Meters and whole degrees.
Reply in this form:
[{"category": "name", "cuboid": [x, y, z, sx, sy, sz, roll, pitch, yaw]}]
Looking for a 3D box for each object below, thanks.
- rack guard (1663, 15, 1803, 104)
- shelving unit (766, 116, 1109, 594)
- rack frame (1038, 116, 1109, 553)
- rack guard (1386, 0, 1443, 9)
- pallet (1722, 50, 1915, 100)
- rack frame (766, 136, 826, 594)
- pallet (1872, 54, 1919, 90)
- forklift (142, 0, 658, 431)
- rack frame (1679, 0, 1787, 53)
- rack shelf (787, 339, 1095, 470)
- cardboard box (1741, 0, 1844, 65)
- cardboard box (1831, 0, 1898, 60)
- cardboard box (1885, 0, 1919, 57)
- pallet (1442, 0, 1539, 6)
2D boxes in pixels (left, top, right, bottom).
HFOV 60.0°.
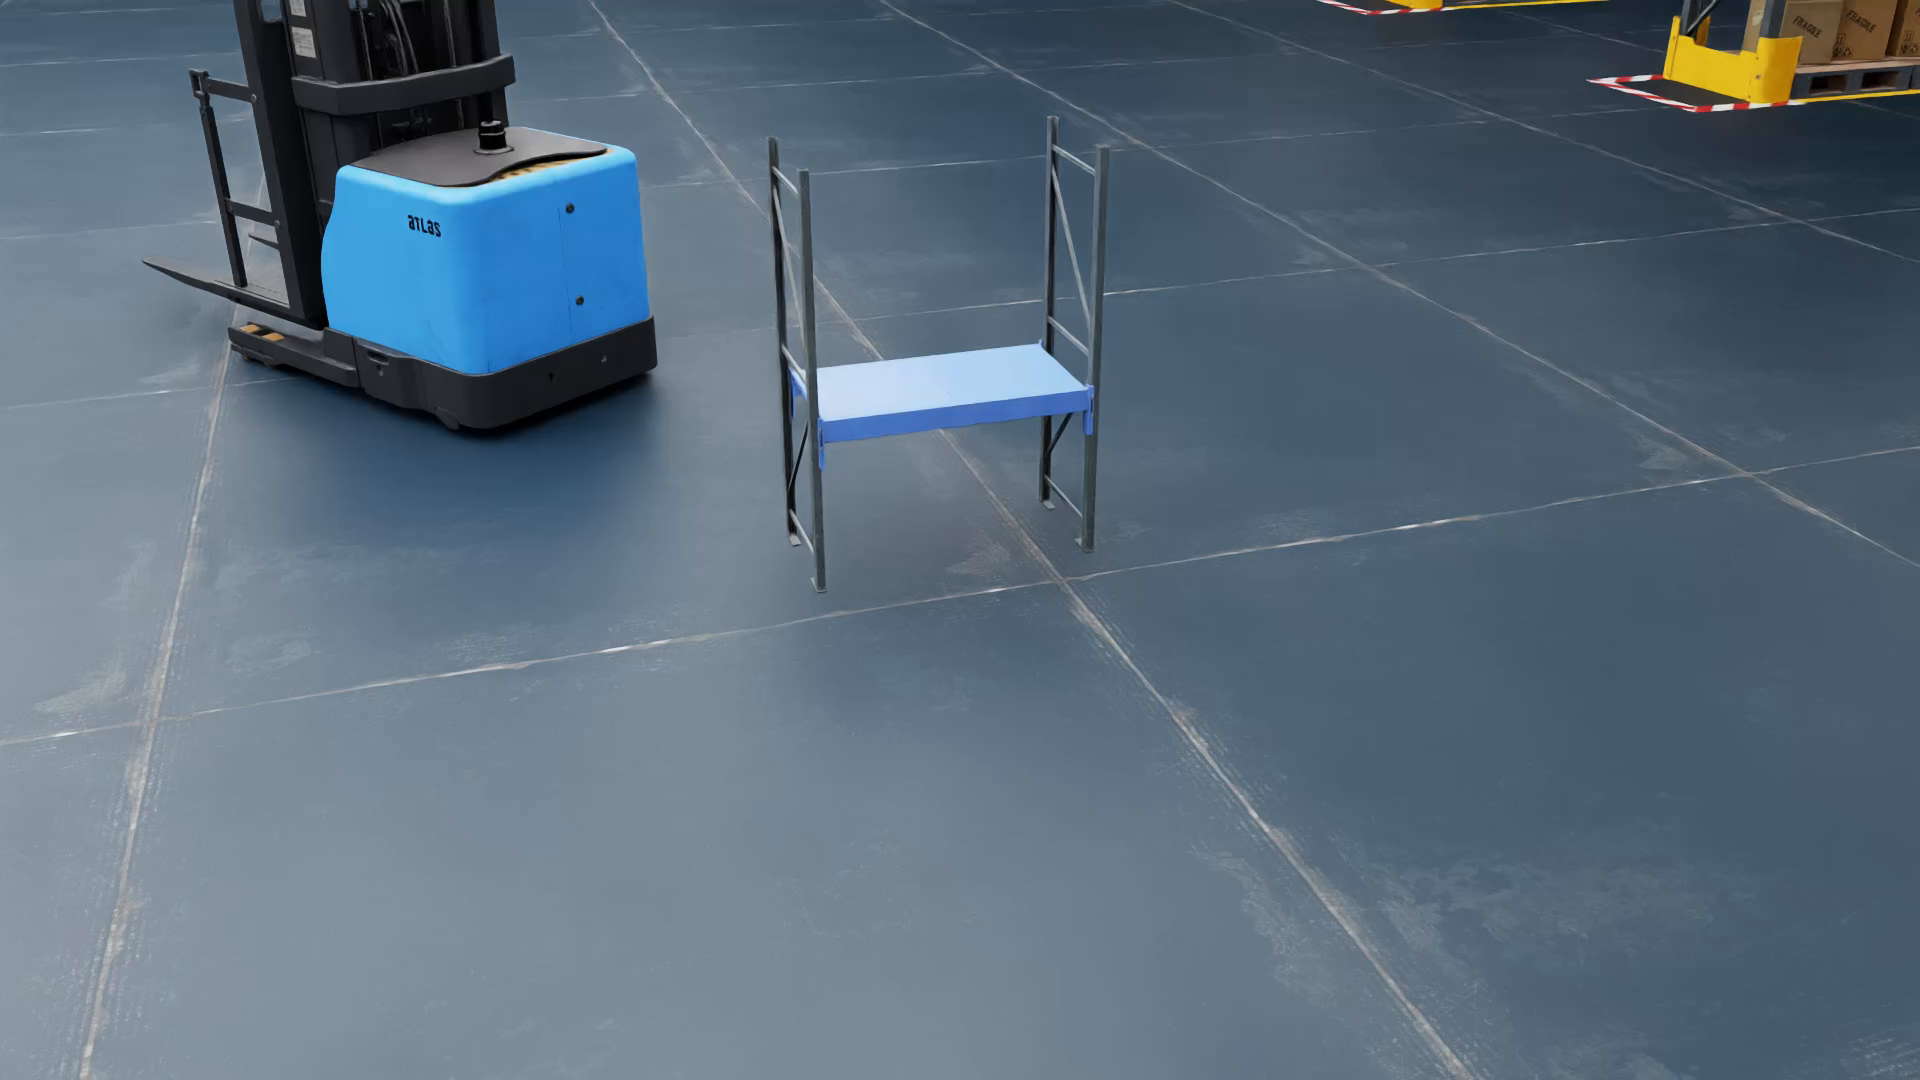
[{"category": "rack guard", "cuboid": [6.332, -3.966, 13.676, 0.348, 0.500, 1.175, -8, 28, -16]}, {"category": "shelving unit", "cuboid": [-0.081, -0.660, 5.893, 1.048, 1.500, 0.538, -8, 28, -16]}, {"category": "rack frame", "cuboid": [0.402, -0.730, 6.034, 0.032, 1.500, 0.500, -8, 28, -16]}, {"category": "rack guard", "cuboid": [4.783, -6.080, 17.934, 0.348, 0.500, 1.175, -8, 28, -16]}, {"category": "pallet", "cuboid": [7.115, -3.933, 13.935, 1.213, 0.211, 1.003, -8, 28, -16]}, {"category": "rack frame", "cuboid": [-0.564, -0.590, 5.752, 0.032, 1.500, 0.500, -8, 28, -16]}, {"category": "pallet", "cuboid": [8.273, -4.100, 14.271, 1.213, 0.211, 1.003, -8, 28, -16]}, {"category": "forklift", "cuboid": [-2.884, -2.293, 7.573, 3.031, 2.935, 1.130, 19, 32, 33]}, {"category": "rack frame", "cuboid": [6.259, -5.075, 13.099, 0.127, 3.000, 1.000, -8, 28, -16]}, {"category": "rack shelf", "cuboid": [-0.081, -0.499, 5.973, 1.000, 0.185, 0.538, -8, 28, -16]}, {"category": "cardboard box", "cuboid": [6.858, -4.222, 13.720, 0.500, 0.500, 0.500, -3, 27, -7]}, {"category": "cardboard box", "cuboid": [7.416, -4.319, 13.915, 0.500, 0.500, 0.500, -1, 26, -3]}, {"category": "cardboard box", "cuboid": [8.017, -4.397, 14.073, 0.500, 0.500, 0.500, -6, 27, -11]}, {"category": "pallet", "cuboid": [5.557, -6.060, 18.219, 1.213, 0.211, 1.003, -8, 28, -16]}]
